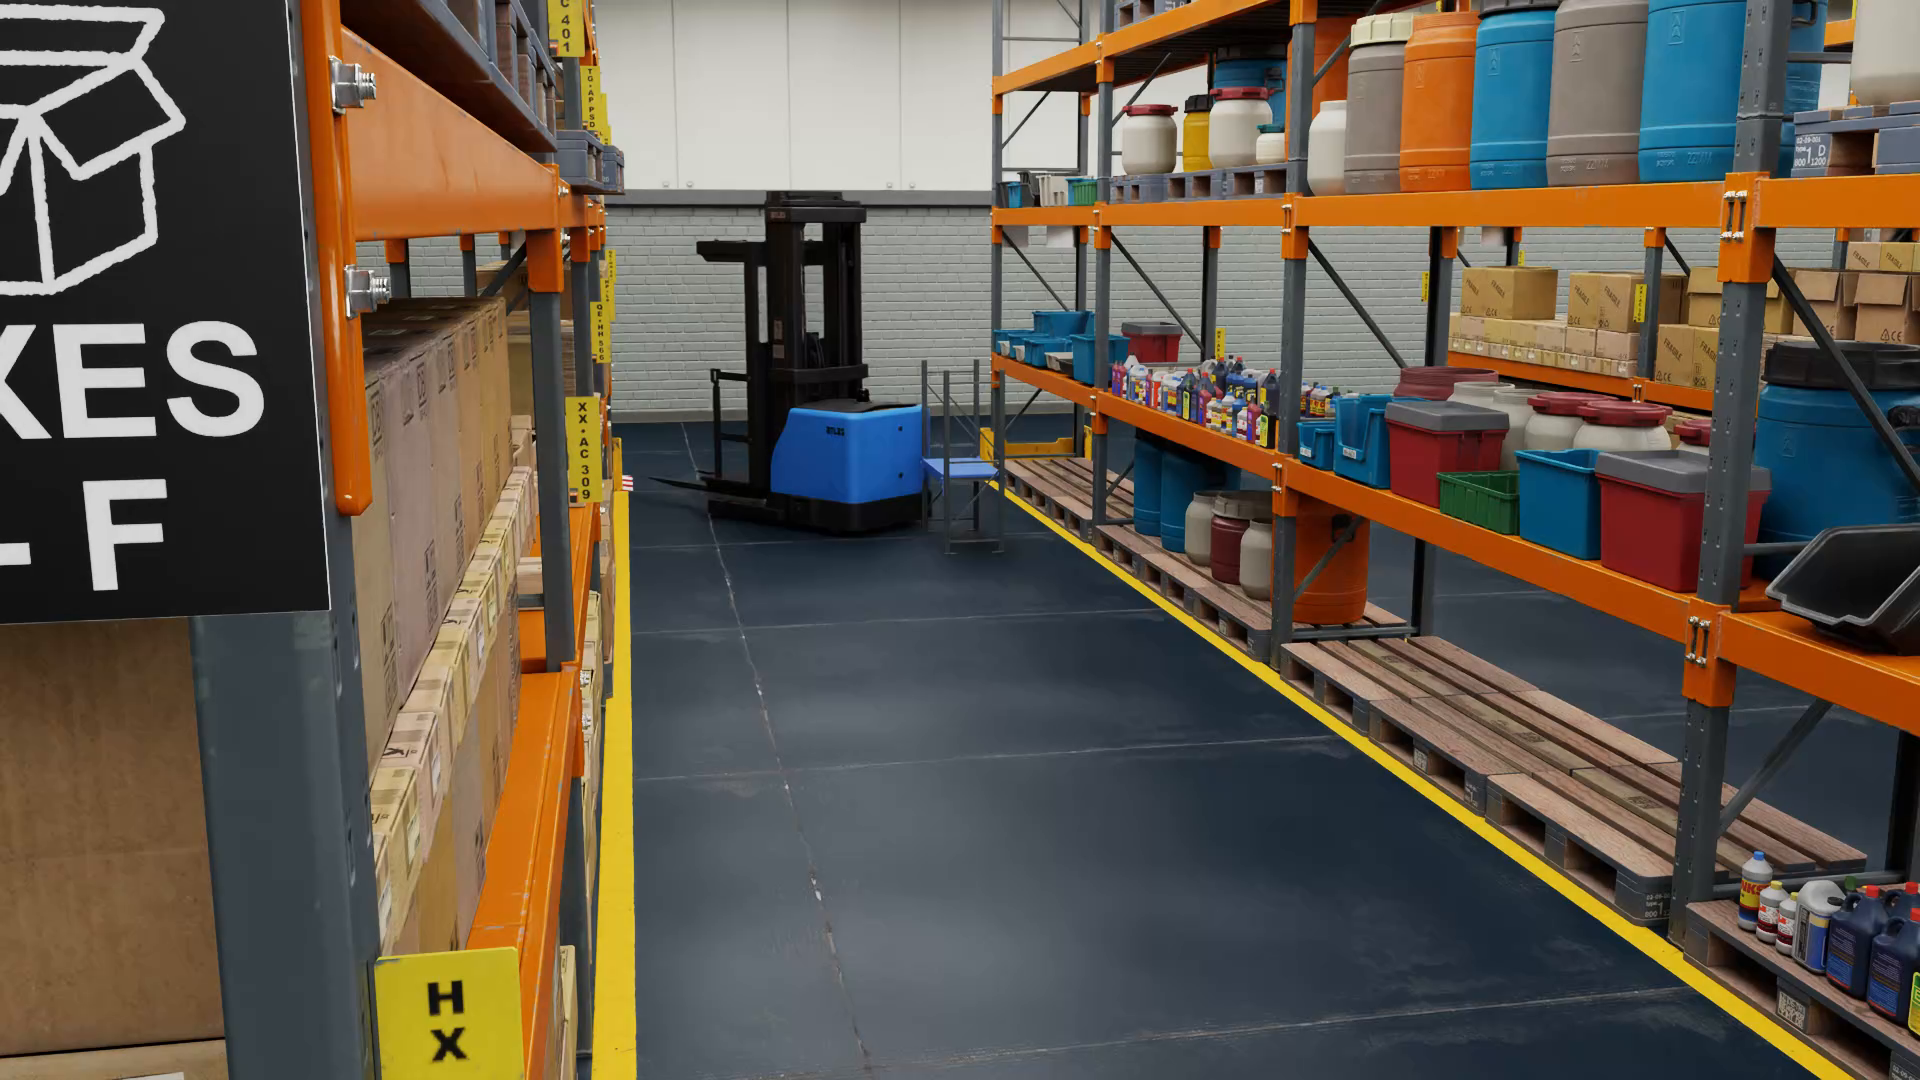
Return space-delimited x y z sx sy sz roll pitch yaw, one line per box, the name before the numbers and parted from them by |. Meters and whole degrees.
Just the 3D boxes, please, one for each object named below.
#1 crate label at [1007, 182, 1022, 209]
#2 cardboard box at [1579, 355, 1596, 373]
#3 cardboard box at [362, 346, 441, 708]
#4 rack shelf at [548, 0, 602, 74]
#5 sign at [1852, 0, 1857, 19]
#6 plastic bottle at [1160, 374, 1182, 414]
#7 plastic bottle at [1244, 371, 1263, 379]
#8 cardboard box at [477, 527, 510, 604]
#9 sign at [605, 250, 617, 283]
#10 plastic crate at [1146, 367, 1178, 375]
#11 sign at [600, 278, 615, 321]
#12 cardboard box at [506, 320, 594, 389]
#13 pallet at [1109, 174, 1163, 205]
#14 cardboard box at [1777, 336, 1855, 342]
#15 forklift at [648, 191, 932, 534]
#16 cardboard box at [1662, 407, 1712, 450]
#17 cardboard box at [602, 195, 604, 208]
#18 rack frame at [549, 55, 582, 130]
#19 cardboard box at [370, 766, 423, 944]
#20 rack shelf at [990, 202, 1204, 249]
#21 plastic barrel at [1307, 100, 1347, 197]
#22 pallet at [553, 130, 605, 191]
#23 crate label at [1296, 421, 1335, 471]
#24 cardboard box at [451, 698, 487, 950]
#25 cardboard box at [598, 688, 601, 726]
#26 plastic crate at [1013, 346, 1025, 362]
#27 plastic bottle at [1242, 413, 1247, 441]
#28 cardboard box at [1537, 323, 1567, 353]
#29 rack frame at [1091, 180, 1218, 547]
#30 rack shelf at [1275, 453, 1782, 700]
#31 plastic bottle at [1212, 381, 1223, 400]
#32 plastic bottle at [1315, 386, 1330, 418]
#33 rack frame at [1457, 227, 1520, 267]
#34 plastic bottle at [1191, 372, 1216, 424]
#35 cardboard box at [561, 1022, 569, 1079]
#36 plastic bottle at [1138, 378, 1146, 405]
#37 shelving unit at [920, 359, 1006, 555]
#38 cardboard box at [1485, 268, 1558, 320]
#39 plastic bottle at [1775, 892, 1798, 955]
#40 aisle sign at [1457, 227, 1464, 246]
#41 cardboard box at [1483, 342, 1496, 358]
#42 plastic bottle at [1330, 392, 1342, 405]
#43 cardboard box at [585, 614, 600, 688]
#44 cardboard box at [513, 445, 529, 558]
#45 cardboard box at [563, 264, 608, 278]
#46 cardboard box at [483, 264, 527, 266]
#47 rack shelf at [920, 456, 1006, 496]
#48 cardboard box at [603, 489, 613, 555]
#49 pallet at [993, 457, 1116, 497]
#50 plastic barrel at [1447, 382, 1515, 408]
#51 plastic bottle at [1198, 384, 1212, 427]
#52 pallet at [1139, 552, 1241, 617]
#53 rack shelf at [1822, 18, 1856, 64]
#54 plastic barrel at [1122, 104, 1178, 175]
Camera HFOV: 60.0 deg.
crate label | 0.692 -3.391 16.366 0.408 0.251 0.502 -2 11 -11
cardboard box | 5.986 -1.633 15.426 0.380 0.149 0.250 -2 11 -12
cardboard box | -1.213 -0.029 2.587 0.700 0.500 0.500 -2 11 -11
rack shelf | -3.641 -4.217 14.220 1.077 0.370 4.000 -2 11 -11
sign | 10.041 -5.939 18.621 0.100 0.325 0.005 -2 11 -11
plastic bottle | 1.549 -1.066 12.106 0.152 0.276 0.135 -2 11 -11
plastic bottle | 2.197 -1.132 12.455 0.152 0.276 0.135 -2 11 -11
cardboard box | -1.236 0.070 3.806 0.380 0.149 0.250 -2 11 -11
sign | -3.481 -2.733 16.590 0.100 0.325 0.005 -2 11 -11
plastic crate | 1.658 -1.428 14.224 0.396 0.136 0.243 -2 11 -11
sign | -2.708 -1.848 12.788 0.100 0.325 0.005 -2 11 -11
cardboard box | -2.847 -1.192 11.047 0.700 0.500 0.500 -5 12 -25
pallet | 1.856 -2.679 12.730 1.213 0.211 1.003 -2 11 -11
cardboard box | 6.612 -1.295 12.712 0.500 0.500 0.500 -2 11 -10
forklift | -1.689 -1.693 15.254 3.031 2.935 1.130 9 14 40
cardboard box | 6.610 -0.664 14.222 1.225 0.875 0.875 -2 11 -11
cardboard box | -3.671 -3.307 15.930 0.500 0.250 0.500 -2 11 -11
rack frame | -2.474 -3.472 8.371 1.000 3.000 0.127 -2 11 -11
cardboard box | -0.884 0.401 2.067 0.380 0.149 0.250 -2 11 -11
rack shelf | 1.219 -2.925 15.443 1.077 0.370 4.000 -2 11 -11
plastic barrel | 2.146 -2.165 9.226 0.421 0.512 0.421 0 11 0
pallet | -2.033 -1.579 6.955 1.003 0.211 1.213 -2 11 -8
crate label | 2.100 -0.531 9.413 0.303 0.233 0.416 -2 11 -11
cardboard box | -1.300 0.523 3.157 0.700 0.500 0.500 -2 11 -9
cardboard box | -2.028 0.802 8.193 0.500 0.250 0.500 -2 11 -12
plastic crate | 0.668 -1.828 16.323 0.250 0.136 0.298 -2 11 -11
plastic bottle | 1.839 -0.730 10.539 0.097 0.201 0.097 0 11 0
cardboard box | 5.920 -1.950 16.027 0.500 0.250 0.500 -2 11 -10
rack frame | 1.608 -1.438 13.729 1.000 3.000 0.127 -2 11 -11
rack shelf | 2.775 0.016 8.015 1.077 0.370 4.000 -2 11 -11
plastic bottle | 1.772 -0.954 11.501 0.061 0.283 0.133 -2 11 -11
plastic bottle | 2.462 -0.906 11.279 0.097 0.271 0.097 0 11 0
rack frame | 5.688 -2.352 18.530 1.000 3.000 0.127 -2 11 -11
plastic bottle | 1.676 -0.979 11.450 0.144 0.351 0.185 -2 11 -11
cardboard box | -1.303 1.522 4.407 0.500 0.250 0.500 -2 11 -11
plastic bottle | 1.410 -1.134 12.666 0.097 0.201 0.097 0 11 0
shelving unit | 0.017 -0.721 13.974 0.538 1.500 1.048 -2 11 -11
cardboard box | 5.721 -2.508 16.952 0.500 0.500 0.500 -2 11 -13
plastic bottle | 2.835 1.299 5.654 0.097 0.201 0.097 0 11 0
aisle sign | 5.380 -3.631 18.299 0.394 0.787 0.004 -2 11 -11
cardboard box | 5.635 -1.963 17.159 0.380 0.149 0.250 -2 11 -12
plastic bottle | 2.473 -0.837 10.917 0.097 0.271 0.097 0 11 0
cardboard box | -2.023 0.526 8.140 0.500 0.311 0.500 -2 11 -12
cardboard box | -1.931 -0.078 6.319 0.500 0.500 0.500 -1 11 -7
cardboard box | -3.369 -2.179 14.681 0.500 0.500 0.500 -2 11 -9
cardboard box | -3.901 -2.161 14.585 0.500 0.500 0.500 -2 11 -12
rack shelf | 0.017 -0.544 14.008 0.538 0.185 1.000 -2 11 -11
cardboard box | -2.787 -0.076 12.080 0.500 0.500 0.500 -2 11 -11
pallet | 0.952 -0.649 17.042 1.003 0.211 1.213 -2 11 -11
plastic barrel | 2.795 -0.578 8.914 0.421 0.512 0.421 0 11 0
plastic bottle | 1.666 -0.915 11.295 0.061 0.283 0.133 -2 11 -11
pallet | 1.958 0.299 12.060 1.003 0.211 1.213 -2 11 -11
rack shelf | 6.855 -3.649 12.292 1.077 0.370 4.000 -2 11 -11
plastic barrel | 1.464 -3.079 12.842 0.433 0.535 0.433 0 11 0
